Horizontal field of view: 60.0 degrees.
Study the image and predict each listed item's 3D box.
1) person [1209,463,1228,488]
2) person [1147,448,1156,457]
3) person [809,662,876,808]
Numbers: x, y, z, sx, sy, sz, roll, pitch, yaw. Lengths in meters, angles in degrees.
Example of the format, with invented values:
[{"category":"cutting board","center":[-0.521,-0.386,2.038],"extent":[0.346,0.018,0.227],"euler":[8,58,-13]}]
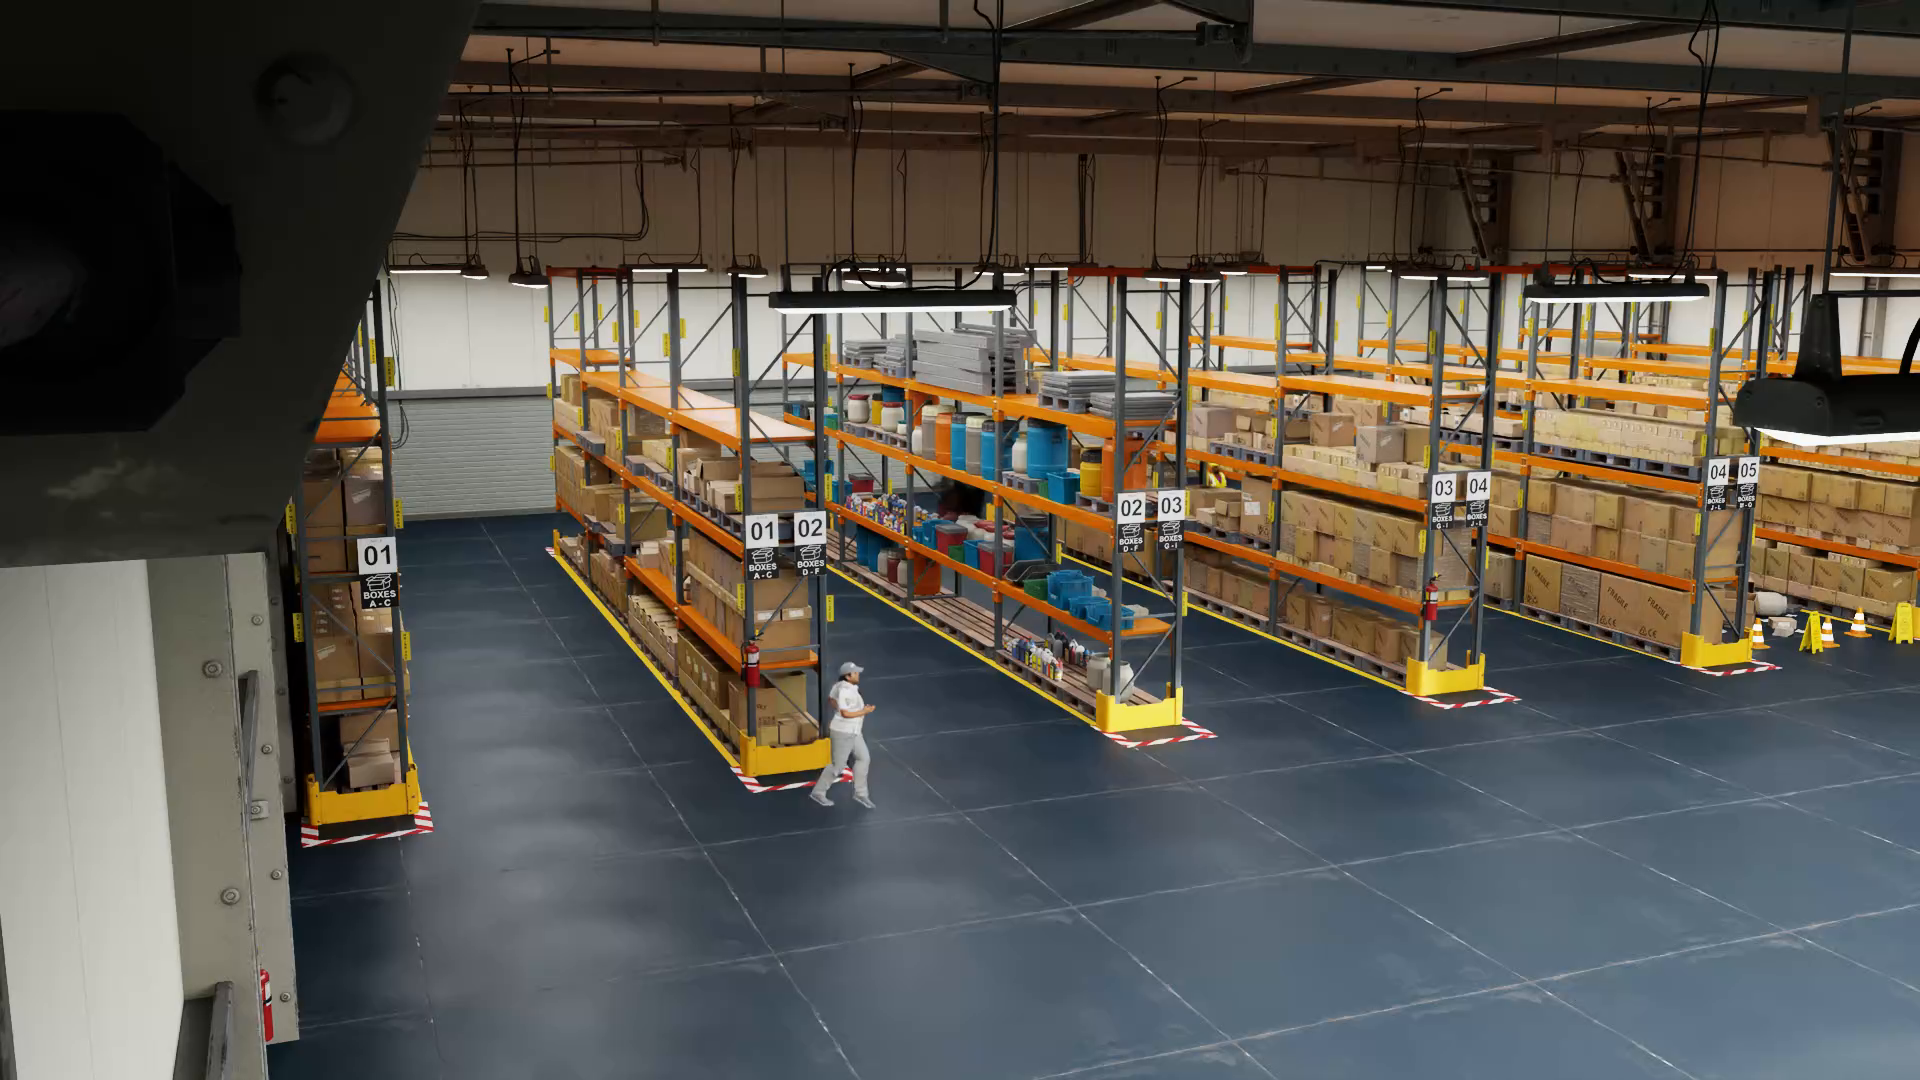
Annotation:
[{"category":"person","center":[5.639,-0.864,36.363],"extent":[0.708,1.732,1.042],"euler":[-3,10,-17]},{"category":"person","center":[4.595,-1.593,40.995],"extent":[0.545,1.680,0.768],"euler":[-8,13,-38]},{"category":"person","center":[-1.338,2.249,19.033],"extent":[0.754,1.726,0.589],"euler":[1,10,3]}]
